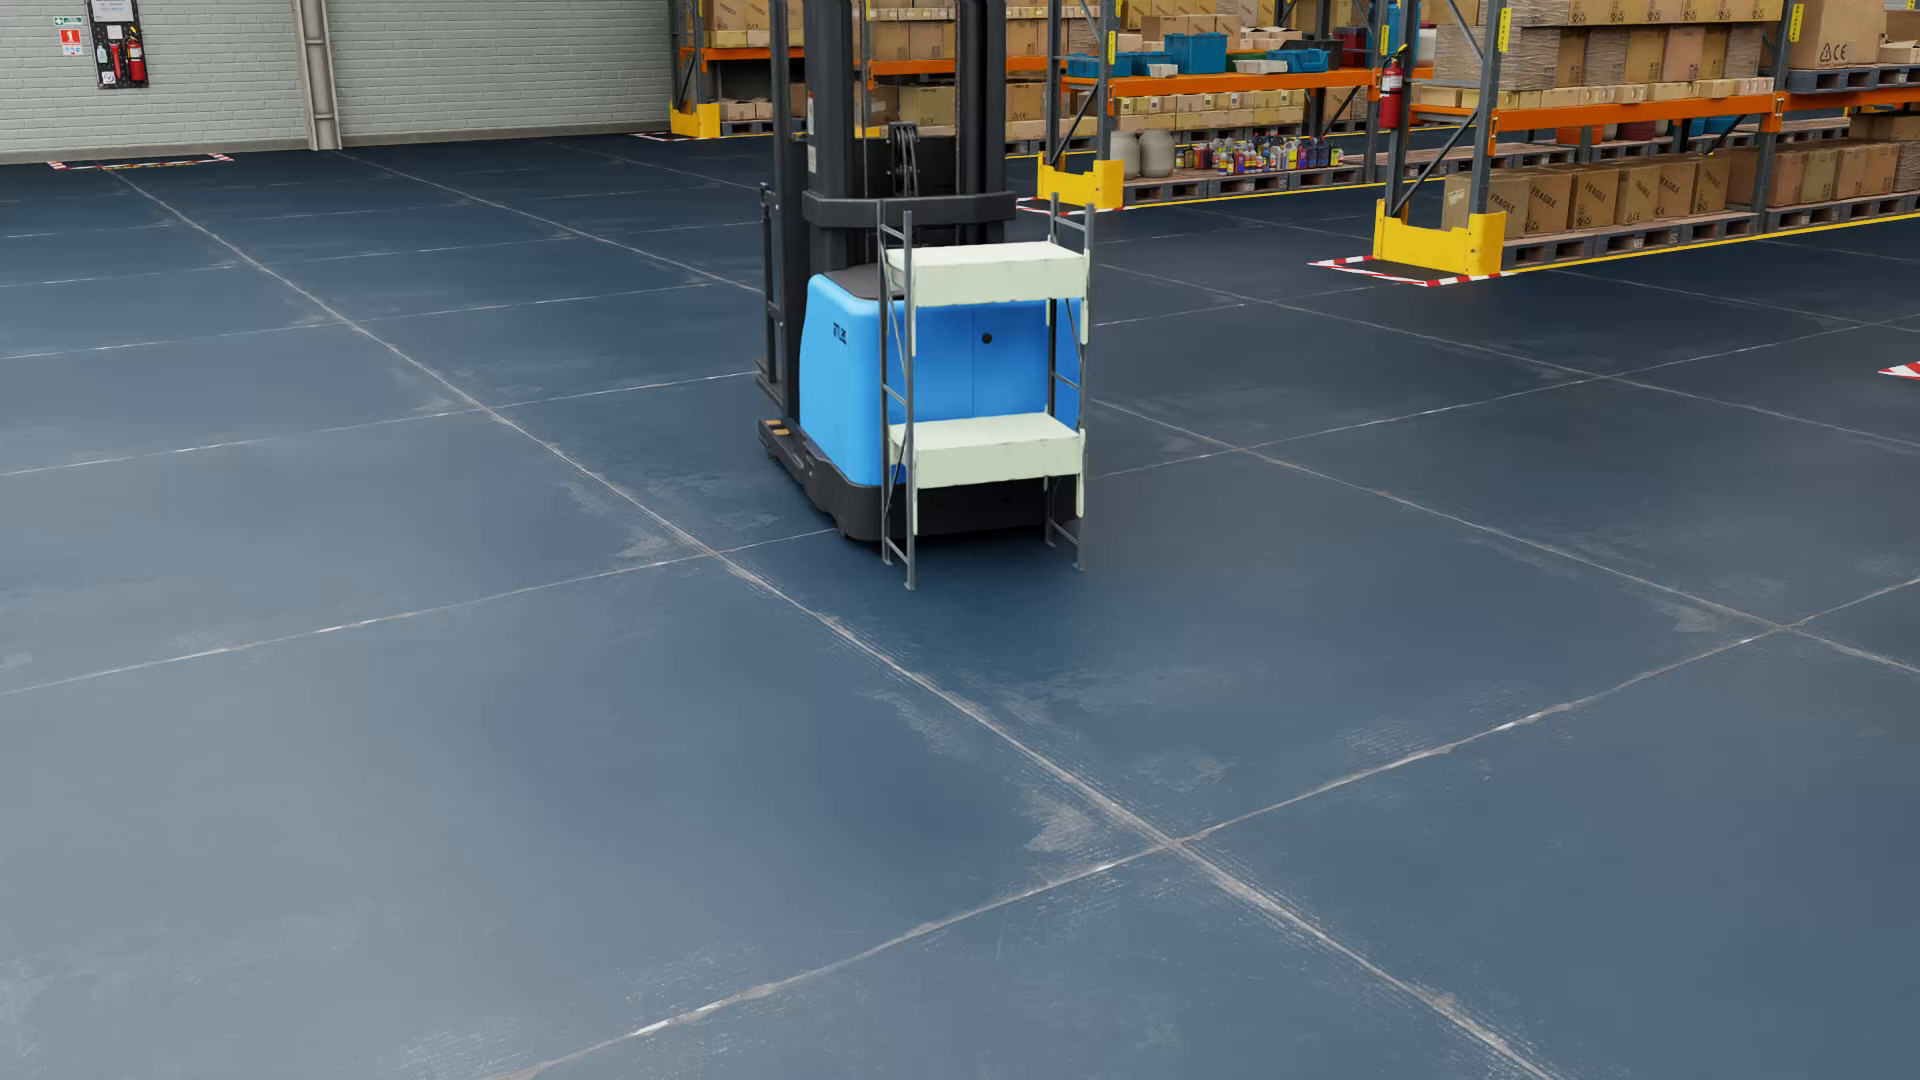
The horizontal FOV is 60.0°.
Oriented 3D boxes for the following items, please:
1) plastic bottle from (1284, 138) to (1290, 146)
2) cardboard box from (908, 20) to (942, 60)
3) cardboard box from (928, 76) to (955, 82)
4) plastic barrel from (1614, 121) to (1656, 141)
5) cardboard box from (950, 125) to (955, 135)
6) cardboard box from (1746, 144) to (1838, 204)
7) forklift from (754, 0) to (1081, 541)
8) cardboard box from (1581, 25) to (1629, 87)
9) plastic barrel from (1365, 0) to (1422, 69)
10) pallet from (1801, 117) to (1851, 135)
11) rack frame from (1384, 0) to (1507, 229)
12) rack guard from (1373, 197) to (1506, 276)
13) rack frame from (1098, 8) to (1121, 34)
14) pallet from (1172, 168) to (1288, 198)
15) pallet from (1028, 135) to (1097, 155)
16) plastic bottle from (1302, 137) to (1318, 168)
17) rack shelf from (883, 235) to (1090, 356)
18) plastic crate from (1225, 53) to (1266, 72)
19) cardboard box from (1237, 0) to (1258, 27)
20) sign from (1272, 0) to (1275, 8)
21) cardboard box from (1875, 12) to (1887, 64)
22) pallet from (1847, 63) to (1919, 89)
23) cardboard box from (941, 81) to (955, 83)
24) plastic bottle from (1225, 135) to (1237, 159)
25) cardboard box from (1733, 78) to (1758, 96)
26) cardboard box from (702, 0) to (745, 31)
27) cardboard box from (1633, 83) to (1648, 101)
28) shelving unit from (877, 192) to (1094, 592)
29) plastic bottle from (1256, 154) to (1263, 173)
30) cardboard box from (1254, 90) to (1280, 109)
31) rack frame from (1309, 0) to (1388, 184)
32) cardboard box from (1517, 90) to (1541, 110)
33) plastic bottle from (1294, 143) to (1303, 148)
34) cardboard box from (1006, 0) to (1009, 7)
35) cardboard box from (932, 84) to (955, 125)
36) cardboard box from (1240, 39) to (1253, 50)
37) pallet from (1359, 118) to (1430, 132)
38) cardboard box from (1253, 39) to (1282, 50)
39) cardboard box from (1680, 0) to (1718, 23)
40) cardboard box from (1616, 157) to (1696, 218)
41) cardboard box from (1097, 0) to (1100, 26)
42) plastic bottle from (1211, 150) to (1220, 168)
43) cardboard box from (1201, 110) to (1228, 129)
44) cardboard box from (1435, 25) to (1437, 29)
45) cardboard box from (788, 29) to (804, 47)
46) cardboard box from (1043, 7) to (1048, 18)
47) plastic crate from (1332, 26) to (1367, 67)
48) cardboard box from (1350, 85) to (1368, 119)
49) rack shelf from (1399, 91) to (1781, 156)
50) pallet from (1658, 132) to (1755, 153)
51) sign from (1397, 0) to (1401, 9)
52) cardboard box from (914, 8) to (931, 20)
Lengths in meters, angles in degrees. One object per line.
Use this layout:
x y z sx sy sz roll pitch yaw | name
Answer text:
3.900 -4.673 19.939 0.133 0.283 0.061 -12 22 -31 | plastic bottle
-0.626 -6.624 21.999 0.500 0.500 0.700 -11 22 -30 | cardboard box
-0.240 -7.591 28.232 0.500 0.500 0.700 -11 22 -30 | cardboard box
9.286 -5.834 22.927 0.708 0.588 0.600 -12 22 -31 | plastic barrel
-0.055 -5.512 22.504 0.500 0.250 0.500 -12 22 -31 | cardboard box
8.260 -3.664 16.615 0.500 0.500 0.700 -12 22 -32 | cardboard box
-0.407 -1.819 8.050 1.130 2.935 3.031 -6 20 -17 | forklift
5.254 -4.228 14.448 0.500 0.500 0.875 -12 22 -31 | cardboard box
5.092 -6.008 19.549 0.708 0.901 0.600 -12 22 -31 | plastic barrel
13.915 -6.441 25.967 1.213 0.211 1.003 -12 22 -31 | pallet
3.986 -3.754 13.665 0.127 3.000 1.000 -12 22 -31 | rack frame
4.050 -2.583 14.105 0.348 0.500 1.175 -12 22 -31 | rack guard
2.495 -9.138 29.590 0.127 3.000 1.000 -12 22 -31 | rack frame
2.999 -4.139 19.158 1.213 0.211 1.003 -12 22 -31 | pallet
1.194 -5.659 23.654 1.213 0.211 1.003 -12 22 -31 | pallet
4.063 -4.512 19.358 0.185 0.351 0.144 -13 23 -34 | plastic bottle
0.094 -0.972 6.561 0.720 0.370 0.431 -6 20 -17 | rack shelf
3.314 -5.519 19.217 0.662 0.188 0.450 -12 22 -31 | plastic crate
5.168 -9.799 30.893 0.500 0.500 0.500 -12 22 -31 | cardboard box
4.916 -8.468 25.924 0.005 0.325 0.100 -12 22 -31 | sign
8.724 -5.036 16.641 0.637 0.503 0.797 -9 21 -26 | cardboard box
9.037 -4.712 16.800 1.213 0.211 1.003 -12 22 -31 | pallet
0.071 -6.098 23.064 0.500 0.500 0.500 -12 22 -31 | cardboard box
3.188 -4.597 19.609 0.185 0.351 0.144 -12 22 -32 | plastic bottle
7.095 -4.181 15.322 0.250 0.149 0.380 -12 22 -31 | cardboard box
-3.623 -8.026 25.333 0.500 0.500 0.500 -12 22 -31 | cardboard box
5.797 -3.939 14.605 0.250 0.149 0.380 -12 22 -31 | cardboard box
0.094 -0.603 6.686 0.755 1.500 0.431 -6 20 -17 | shelving unit
3.400 -4.293 18.941 0.097 0.201 0.097 0 19 0 | plastic bottle
4.490 -6.724 25.212 0.500 0.311 0.500 -12 22 -32 | cardboard box
4.603 -5.783 19.667 0.127 3.000 1.000 -12 22 -31 | rack frame
4.575 -3.660 13.780 0.250 0.149 0.380 -12 22 -31 | cardboard box
3.961 -4.512 19.474 0.135 0.276 0.152 -12 22 -31 | plastic bottle
0.257 -7.426 22.344 0.500 0.500 0.700 -12 22 -31 | cardboard box
-0.062 -5.871 22.393 0.500 0.500 0.500 -12 22 -31 | cardboard box
4.188 -7.455 25.004 0.250 0.149 0.380 -10 21 -27 | cardboard box
6.885 -6.827 27.110 1.213 0.211 1.003 -12 22 -31 | pallet
4.623 -7.462 25.025 0.250 0.149 0.380 -12 22 -31 | cardboard box
6.267 -4.791 14.551 0.500 0.500 0.500 -12 22 -31 | cardboard box
6.497 -3.310 15.601 0.500 0.500 0.500 -5 19 -14 | cardboard box
2.108 -9.308 29.251 0.500 0.500 0.700 -15 24 -38 | cardboard box
2.980 -4.434 19.358 0.097 0.201 0.097 0 19 0 | plastic bottle
3.639 -6.281 24.777 0.500 0.250 0.500 -11 22 -30 | cardboard box
7.505 -8.602 27.195 0.500 0.500 0.700 -8 20 -23 | cardboard box
-2.750 -7.851 25.988 0.500 0.250 0.500 -12 22 -32 | cardboard box
1.129 -7.222 22.754 0.250 0.149 0.380 -12 22 -32 | cardboard box
4.839 -5.981 20.152 0.583 0.464 0.402 -12 22 -31 | plastic crate
6.194 -6.935 26.291 0.500 0.500 0.500 -13 23 -33 | cardboard box
5.656 -3.765 14.822 4.000 0.370 1.077 -12 22 -31 | rack shelf
10.617 -5.747 23.913 1.213 0.211 1.003 -12 22 -31 | pallet
3.698 -4.604 13.878 0.005 0.325 0.100 -12 22 -31 | sign
-0.585 -6.861 21.687 0.250 0.149 0.380 -12 22 -31 | cardboard box
